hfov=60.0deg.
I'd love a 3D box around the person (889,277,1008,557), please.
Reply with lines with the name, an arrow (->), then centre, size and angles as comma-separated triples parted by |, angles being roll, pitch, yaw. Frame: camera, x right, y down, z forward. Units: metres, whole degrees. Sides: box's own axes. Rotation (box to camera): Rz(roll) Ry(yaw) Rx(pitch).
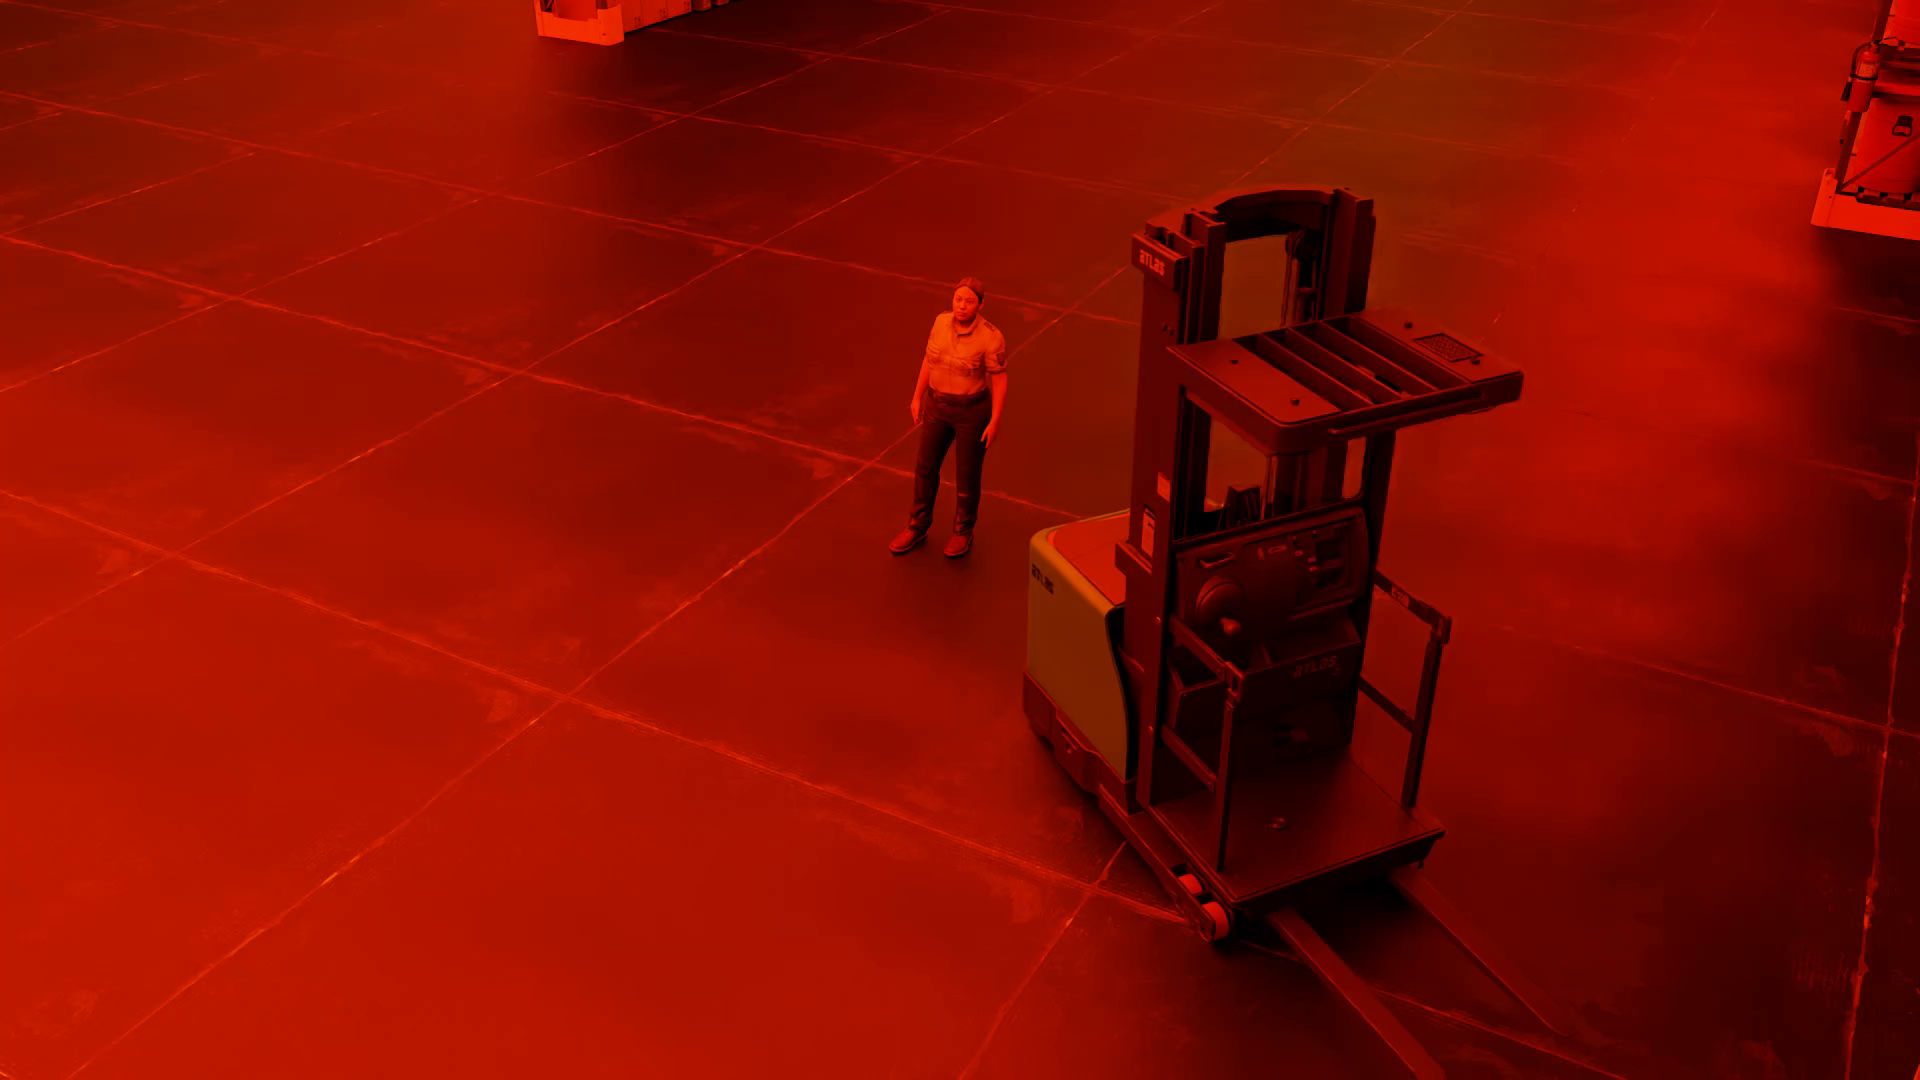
person -> -0.064, -0.685, 9.529 | 0.598, 1.651, 0.502 | 15, 33, 25

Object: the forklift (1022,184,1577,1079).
forklift -> 1.400, 0.183, 6.754 | 1.130, 2.935, 3.031 | -13, 33, -22
